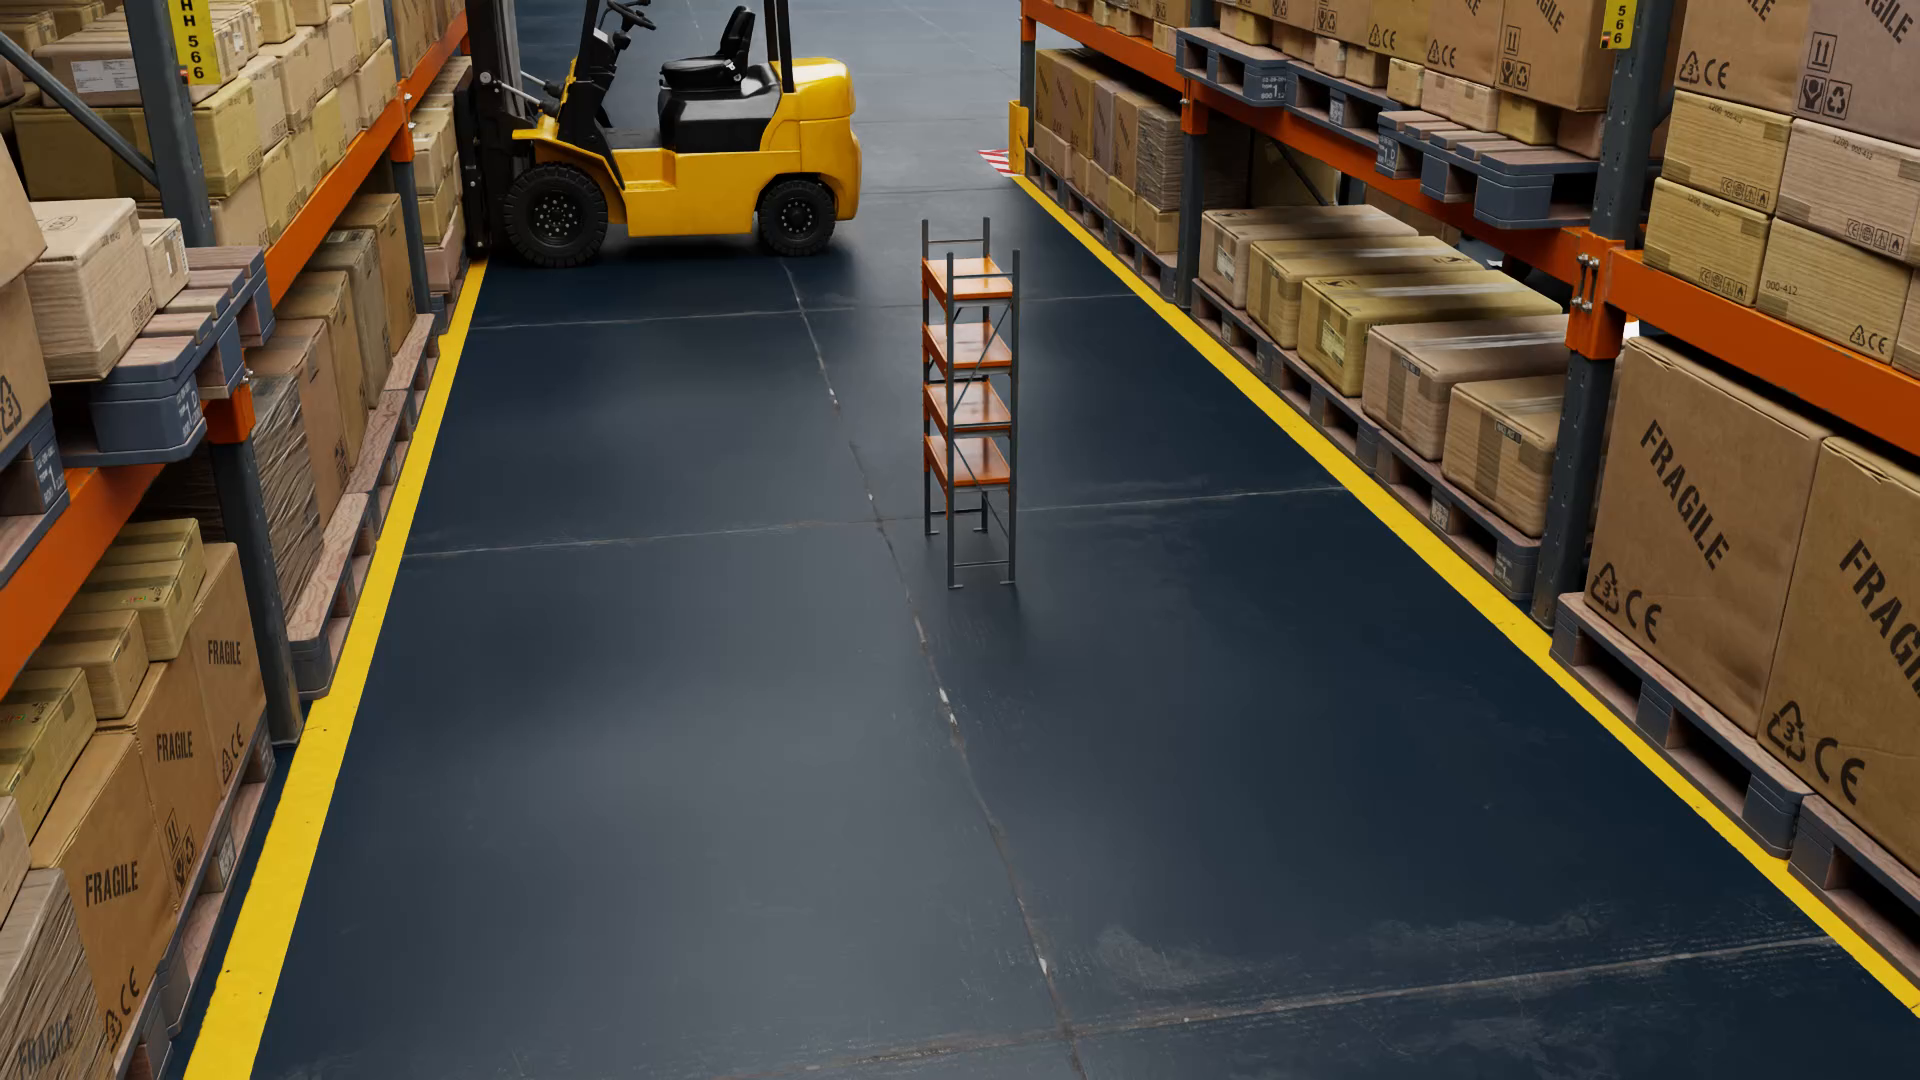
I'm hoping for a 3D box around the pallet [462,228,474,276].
[{"bbox_3d":[-3.516,-1.849,10.220,1.003,0.211,1.213,-4,24,-10],"label":"pallet"}]

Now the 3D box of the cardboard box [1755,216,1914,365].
[{"bbox_3d":[2.392,-0.645,4.167,0.500,0.250,0.500,-5,24,-11],"label":"cardboard box"}]

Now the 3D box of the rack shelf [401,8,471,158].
[{"bbox_3d":[-3.551,-2.787,9.783,1.077,0.370,4.000,-4,24,-10],"label":"rack shelf"}]

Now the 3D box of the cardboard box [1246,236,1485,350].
[{"bbox_3d":[1.932,-1.199,8.005,0.950,0.372,0.625,-3,24,-6],"label":"cardboard box"}]

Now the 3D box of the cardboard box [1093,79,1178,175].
[{"bbox_3d":[1.132,-2.588,10.403,0.500,0.500,0.500,-3,24,-7],"label":"cardboard box"}]

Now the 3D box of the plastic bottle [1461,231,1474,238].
[{"bbox_3d":[3.301,-1.999,10.750,0.133,0.061,0.283,0,24,-1],"label":"plastic bottle"}]

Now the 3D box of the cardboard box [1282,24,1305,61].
[{"bbox_3d":[1.660,-2.227,7.389,0.380,0.149,0.250,-4,24,-9],"label":"cardboard box"}]

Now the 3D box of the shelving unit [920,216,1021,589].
[{"bbox_3d":[0.031,-0.485,5.861,0.258,1.200,0.503,-4,24,-10],"label":"shelving unit"}]

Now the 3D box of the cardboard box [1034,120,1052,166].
[{"bbox_3d":[0.834,-2.867,11.977,0.500,0.250,0.500,-5,24,-10],"label":"cardboard box"}]

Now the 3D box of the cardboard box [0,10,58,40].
[{"bbox_3d":[-2.960,-1.505,5.013,0.380,0.149,0.250,-5,24,-11],"label":"cardboard box"}]

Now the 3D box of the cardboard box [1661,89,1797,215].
[{"bbox_3d":[2.287,-1.068,4.511,0.500,0.250,0.500,-4,24,-10],"label":"cardboard box"}]

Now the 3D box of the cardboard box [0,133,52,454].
[{"bbox_3d":[-1.957,-0.368,2.692,0.797,0.503,0.637,-5,24,-11],"label":"cardboard box"}]

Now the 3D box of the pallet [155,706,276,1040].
[{"bbox_3d":[-2.340,0.818,4.114,1.003,0.211,1.213,-4,24,-10],"label":"pallet"}]

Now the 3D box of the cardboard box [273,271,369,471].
[{"bbox_3d":[-2.796,-0.629,6.384,0.875,0.625,0.625,-5,24,-12],"label":"cardboard box"}]

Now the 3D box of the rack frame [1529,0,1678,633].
[{"bbox_3d":[2.436,-1.126,5.079,1.000,3.000,0.127,-4,24,-10],"label":"rack frame"}]

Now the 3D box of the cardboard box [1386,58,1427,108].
[{"bbox_3d":[1.830,-1.717,6.223,0.380,0.149,0.250,-4,24,-9],"label":"cardboard box"}]

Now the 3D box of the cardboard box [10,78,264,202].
[{"bbox_3d":[-2.258,-1.112,4.610,0.500,0.250,0.500,-4,24,-10],"label":"cardboard box"}]

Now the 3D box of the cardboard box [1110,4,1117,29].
[{"bbox_3d":[1.129,-3.190,10.120,0.380,0.149,0.250,-5,24,-11],"label":"cardboard box"}]

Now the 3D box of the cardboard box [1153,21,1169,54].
[{"bbox_3d":[1.285,-2.785,9.193,0.380,0.149,0.250,-4,24,-9],"label":"cardboard box"}]

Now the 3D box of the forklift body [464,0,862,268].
[{"bbox_3d":[-1.777,-2.904,10.211,2.313,2.155,1.214,-4,24,-10],"label":"forklift body"}]

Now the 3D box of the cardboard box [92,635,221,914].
[{"bbox_3d":[-2.069,0.544,3.854,0.500,0.500,0.500,-5,24,-11],"label":"cardboard box"}]

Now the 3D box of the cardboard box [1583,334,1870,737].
[{"bbox_3d":[2.482,-0.067,4.785,0.875,0.875,0.875,-5,24,-10],"label":"cardboard box"}]

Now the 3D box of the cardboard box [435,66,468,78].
[{"bbox_3d":[-3.428,-2.936,10.885,0.500,0.250,0.500,-4,24,-9],"label":"cardboard box"}]

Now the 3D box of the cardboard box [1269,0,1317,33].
[{"bbox_3d":[1.673,-2.475,7.149,0.500,0.500,0.500,-4,24,-10],"label":"cardboard box"}]

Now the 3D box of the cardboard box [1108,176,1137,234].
[{"bbox_3d":[1.215,-2.053,10.113,0.500,0.250,0.500,-5,24,-11],"label":"cardboard box"}]

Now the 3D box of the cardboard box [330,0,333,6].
[{"bbox_3d":[-2.675,-2.154,6.498,0.380,0.149,0.250,-5,24,-11],"label":"cardboard box"}]

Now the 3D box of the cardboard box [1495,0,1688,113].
[{"bbox_3d":[2.079,-1.658,5.278,0.500,0.500,0.500,-5,24,-11],"label":"cardboard box"}]

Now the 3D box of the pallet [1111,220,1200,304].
[{"bbox_3d":[1.538,-1.683,9.839,1.003,0.211,1.213,-4,24,-10],"label":"pallet"}]

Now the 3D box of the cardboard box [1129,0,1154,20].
[{"bbox_3d":[1.268,-3.239,9.423,0.500,0.500,0.500,-4,24,-8],"label":"cardboard box"}]

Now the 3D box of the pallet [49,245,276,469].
[{"bbox_3d":[-2.247,-0.407,3.675,1.213,0.211,1.003,-4,24,-10],"label":"pallet"}]

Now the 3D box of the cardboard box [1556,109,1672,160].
[{"bbox_3d":[2.144,-1.314,5.301,0.380,0.149,0.250,-3,24,-8],"label":"cardboard box"}]

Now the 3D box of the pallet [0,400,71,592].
[{"bbox_3d":[-2.077,0.096,2.523,1.003,0.211,1.213,-4,24,-10],"label":"pallet"}]

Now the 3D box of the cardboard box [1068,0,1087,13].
[{"bbox_3d":[0.929,-3.597,11.052,0.380,0.149,0.250,-4,24,-8],"label":"cardboard box"}]

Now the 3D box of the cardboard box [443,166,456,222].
[{"bbox_3d":[-3.062,-1.903,9.145,0.500,0.250,0.500,-4,24,-10],"label":"cardboard box"}]

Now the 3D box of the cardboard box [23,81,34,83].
[{"bbox_3d":[-2.893,-1.274,4.983,0.500,0.250,0.500,-4,24,-9],"label":"cardboard box"}]

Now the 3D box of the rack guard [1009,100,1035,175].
[{"bbox_3d":[0.971,-3.097,12.716,1.175,0.500,0.348,-4,24,-10],"label":"rack guard"}]

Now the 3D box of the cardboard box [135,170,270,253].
[{"bbox_3d":[-2.283,-0.881,4.706,0.500,0.250,0.500,-4,24,-10],"label":"cardboard box"}]

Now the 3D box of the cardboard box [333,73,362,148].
[{"bbox_3d":[-2.670,-1.688,6.554,0.500,0.250,0.500,-4,24,-9],"label":"cardboard box"}]

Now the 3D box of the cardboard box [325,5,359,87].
[{"bbox_3d":[-2.648,-1.913,6.445,0.500,0.250,0.500,-4,24,-9],"label":"cardboard box"}]

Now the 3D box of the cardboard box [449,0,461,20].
[{"bbox_3d":[-3.484,-3.570,10.552,0.500,0.500,0.500,-4,24,-8],"label":"cardboard box"}]

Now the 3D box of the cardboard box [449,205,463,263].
[{"bbox_3d":[-3.054,-1.676,9.250,0.500,0.250,0.500,-5,24,-11],"label":"cardboard box"}]

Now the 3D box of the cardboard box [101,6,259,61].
[{"bbox_3d":[-2.395,-1.553,5.123,0.380,0.149,0.250,-4,24,-9],"label":"cardboard box"}]

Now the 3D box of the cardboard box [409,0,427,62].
[{"bbox_3d":[-3.119,-2.773,8.728,0.500,0.500,0.500,-4,24,-9],"label":"cardboard box"}]

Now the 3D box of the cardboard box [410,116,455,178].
[{"bbox_3d":[-3.046,-2.136,9.055,0.500,0.250,0.500,-4,24,-10],"label":"cardboard box"}]

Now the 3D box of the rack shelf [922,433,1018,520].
[{"bbox_3d":[0.031,-0.241,5.967,0.258,0.148,0.480,-4,24,-10],"label":"rack shelf"}]

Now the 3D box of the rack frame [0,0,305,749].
[{"bbox_3d":[-2.441,-0.757,4.235,1.000,3.000,0.127,-4,24,-10],"label":"rack frame"}]

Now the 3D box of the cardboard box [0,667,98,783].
[{"bbox_3d":[-2.010,0.394,3.389,0.380,0.149,0.250,-4,24,-8],"label":"cardboard box"}]
